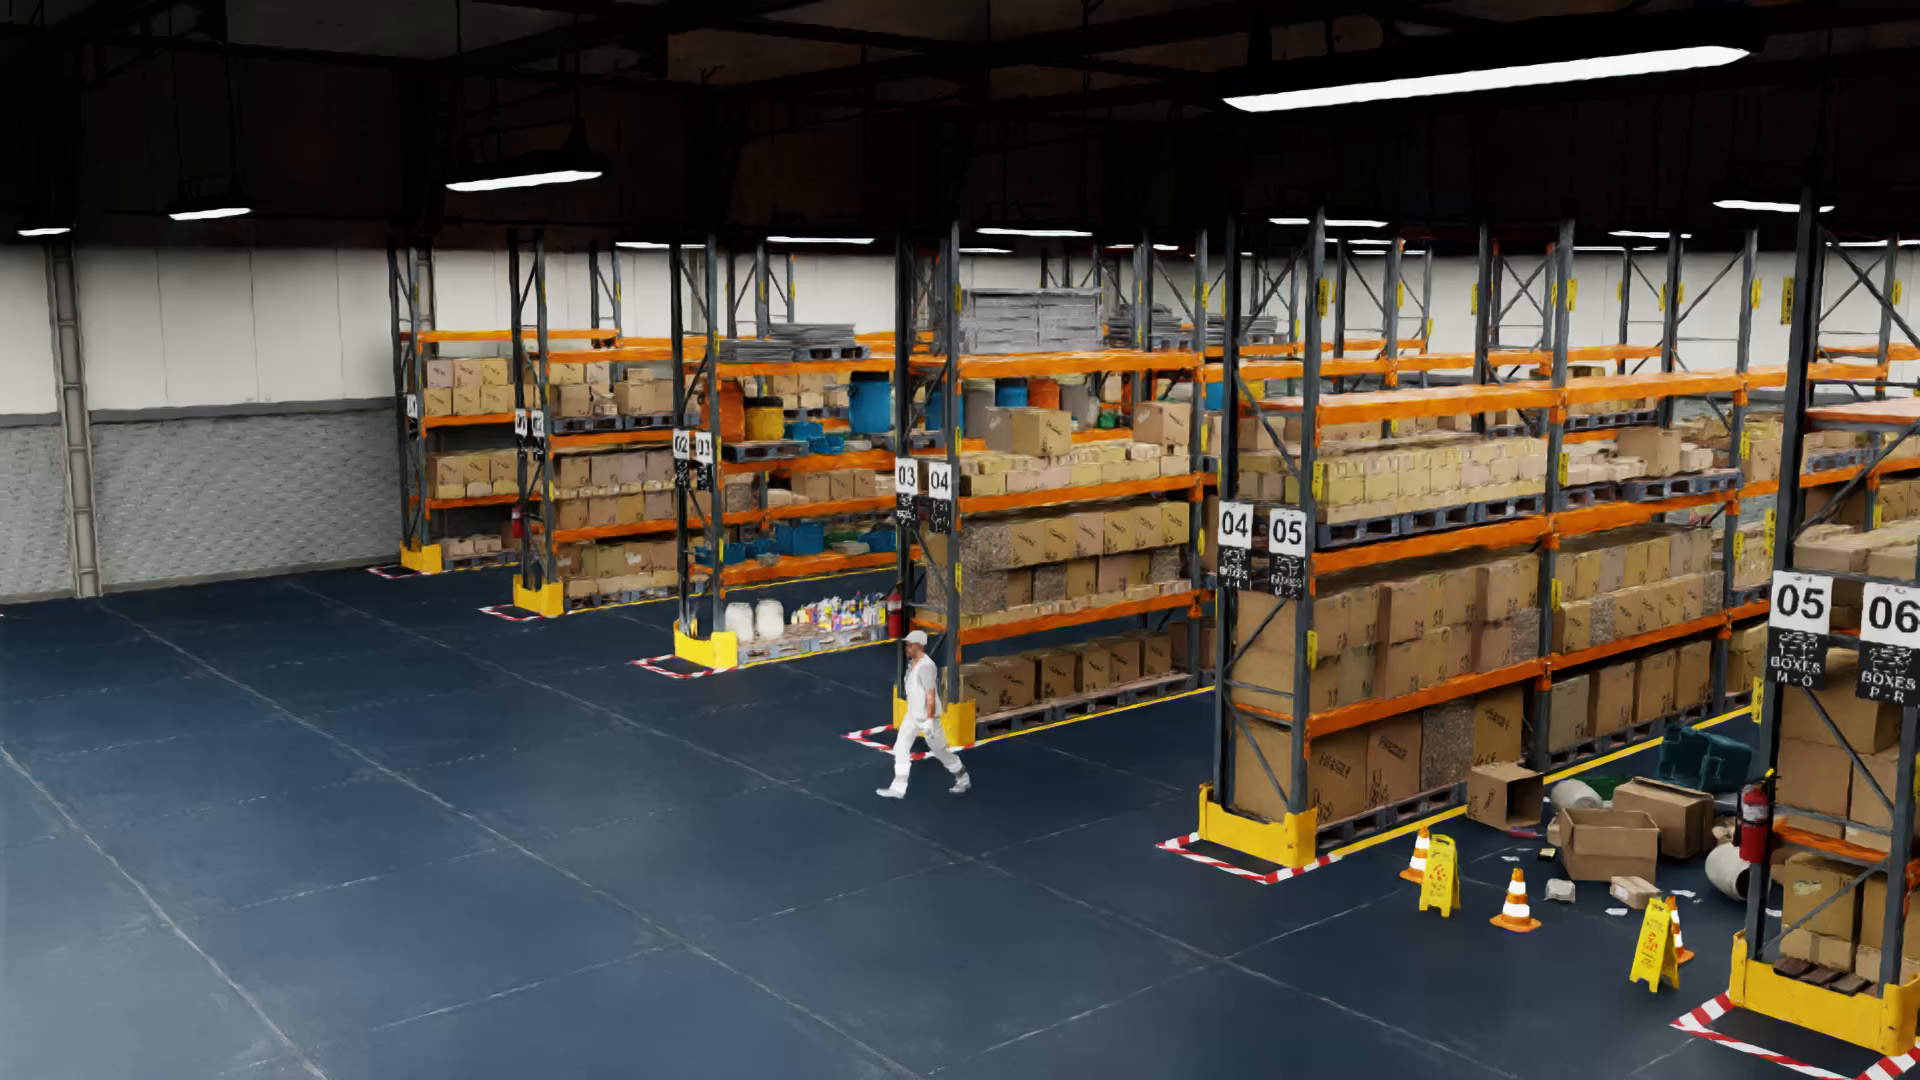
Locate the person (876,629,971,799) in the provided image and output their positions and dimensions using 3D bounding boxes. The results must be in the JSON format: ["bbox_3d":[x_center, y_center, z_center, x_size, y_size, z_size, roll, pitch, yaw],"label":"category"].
[{"bbox_3d":[-0.344,1.755,16.706,0.955,1.750,0.580,-4,10,-24],"label":"person"}]

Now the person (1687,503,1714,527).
[{"bbox_3d":[13.978,-0.506,31.639,0.654,1.662,0.474,1,9,7],"label":"person"}]
